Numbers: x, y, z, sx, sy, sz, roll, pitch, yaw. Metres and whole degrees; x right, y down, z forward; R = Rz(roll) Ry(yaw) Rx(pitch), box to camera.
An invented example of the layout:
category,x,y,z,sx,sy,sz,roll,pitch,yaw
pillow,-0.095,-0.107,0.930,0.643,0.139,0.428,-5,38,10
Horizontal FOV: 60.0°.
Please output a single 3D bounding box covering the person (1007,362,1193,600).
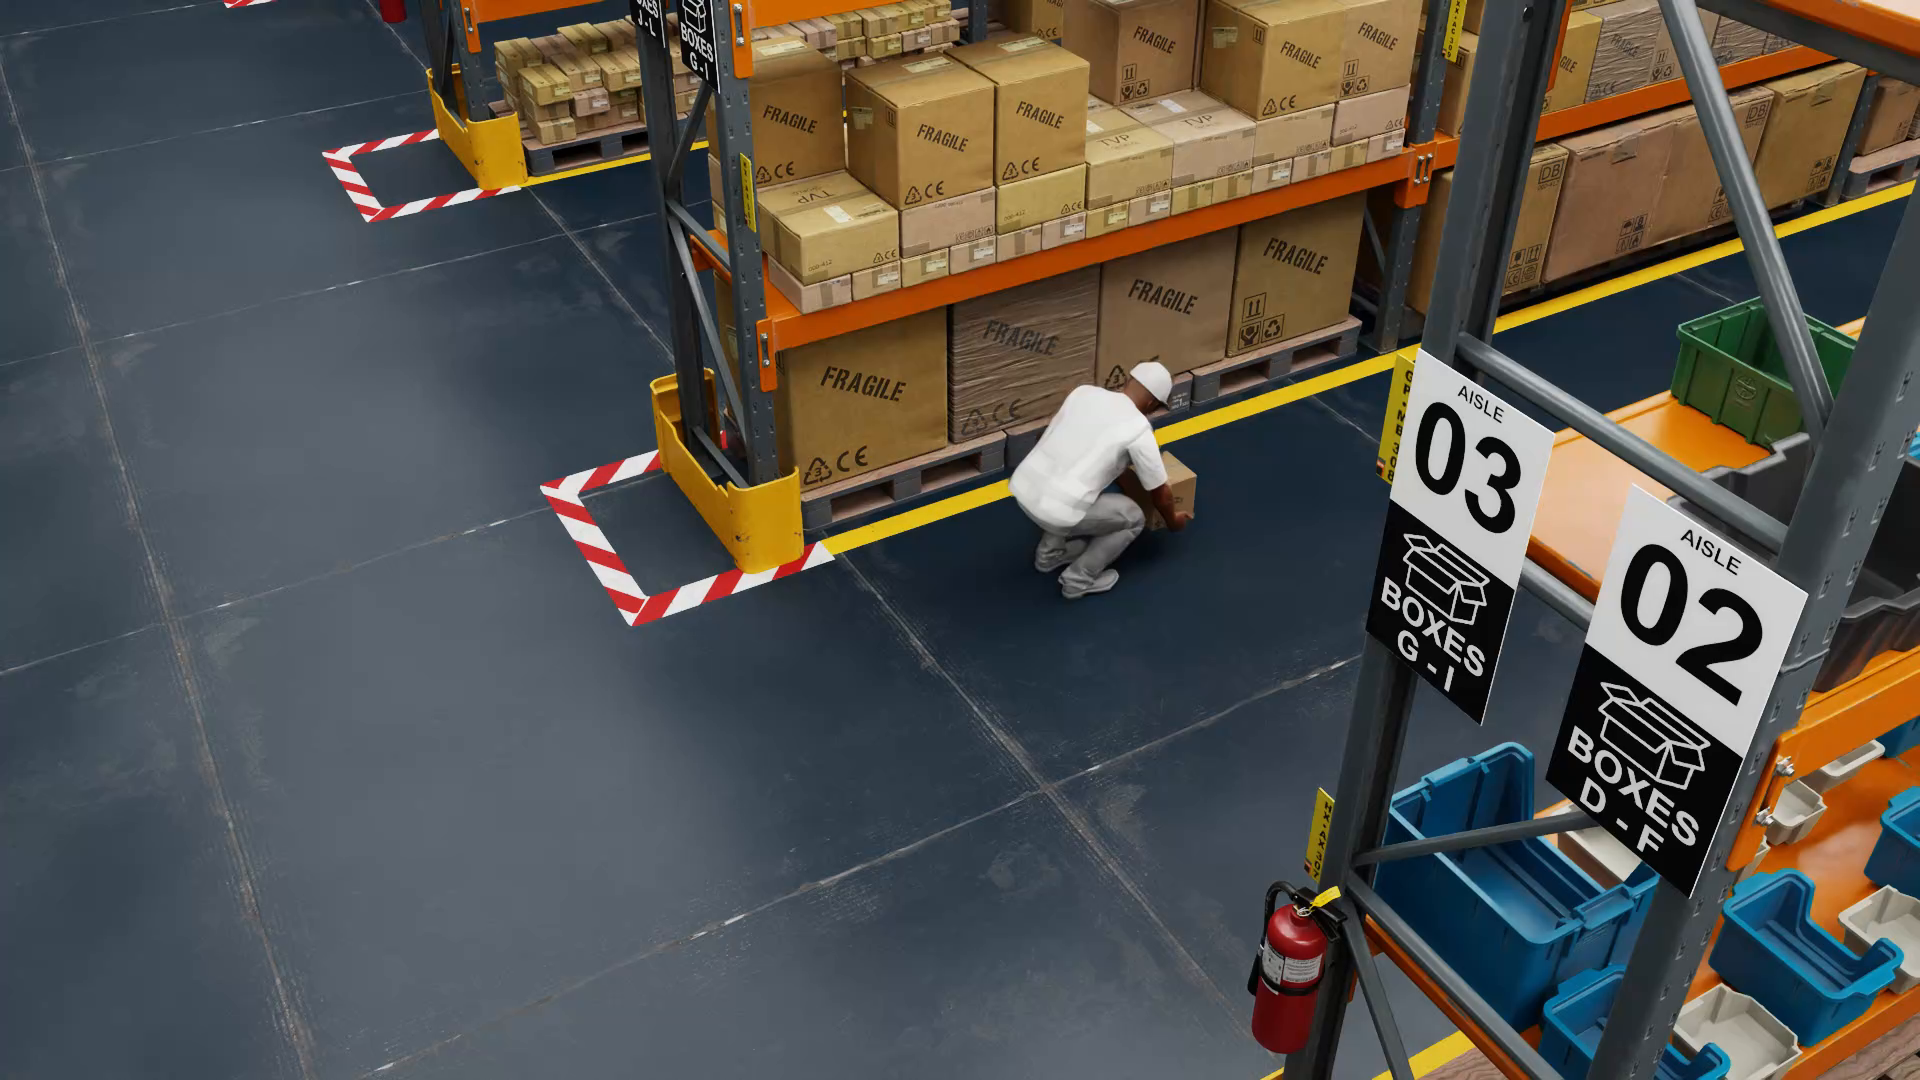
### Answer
category,x,y,z,sx,sy,sz,roll,pitch,yaw
person,0.643,-0.305,7.934,0.892,1.040,0.587,-19,41,-24
